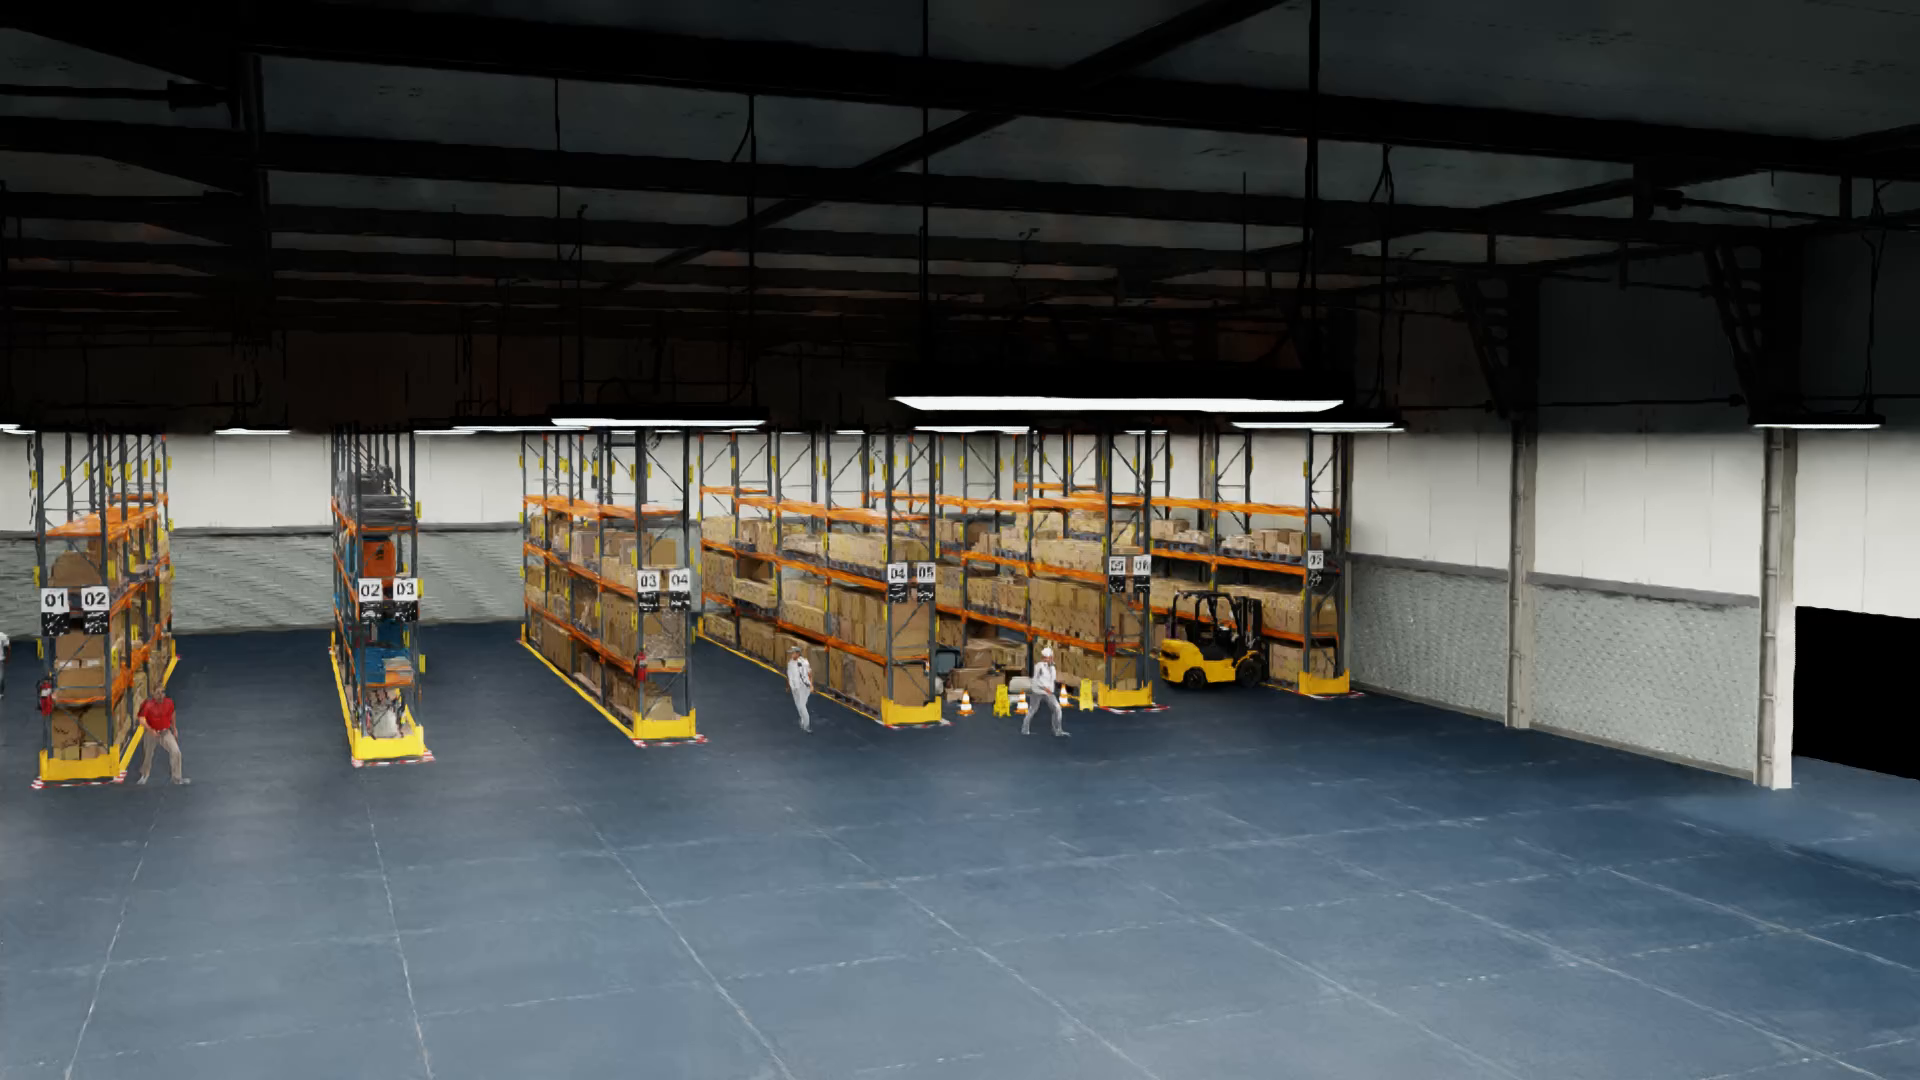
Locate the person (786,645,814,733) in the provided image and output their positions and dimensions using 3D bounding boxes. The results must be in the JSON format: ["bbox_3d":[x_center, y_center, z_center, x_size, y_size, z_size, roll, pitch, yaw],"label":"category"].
[{"bbox_3d":[-3.091,2.881,32.350,0.600,1.676,0.490,3,4,35],"label":"person"}]

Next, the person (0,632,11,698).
[{"bbox_3d":[-21.049,2.614,36.171,0.719,1.714,0.578,-2,4,-24],"label":"person"}]

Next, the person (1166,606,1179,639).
[{"bbox_3d":[5.138,2.392,40.440,0.532,1.578,0.536,0,4,5],"label":"person"}]

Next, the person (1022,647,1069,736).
[{"bbox_3d":[1.582,2.882,31.673,0.675,1.715,0.842,-3,5,-39],"label":"person"}]

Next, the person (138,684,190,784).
[{"bbox_3d":[-13.121,3.178,27.262,0.705,1.663,0.819,-3,5,-41],"label":"person"}]
